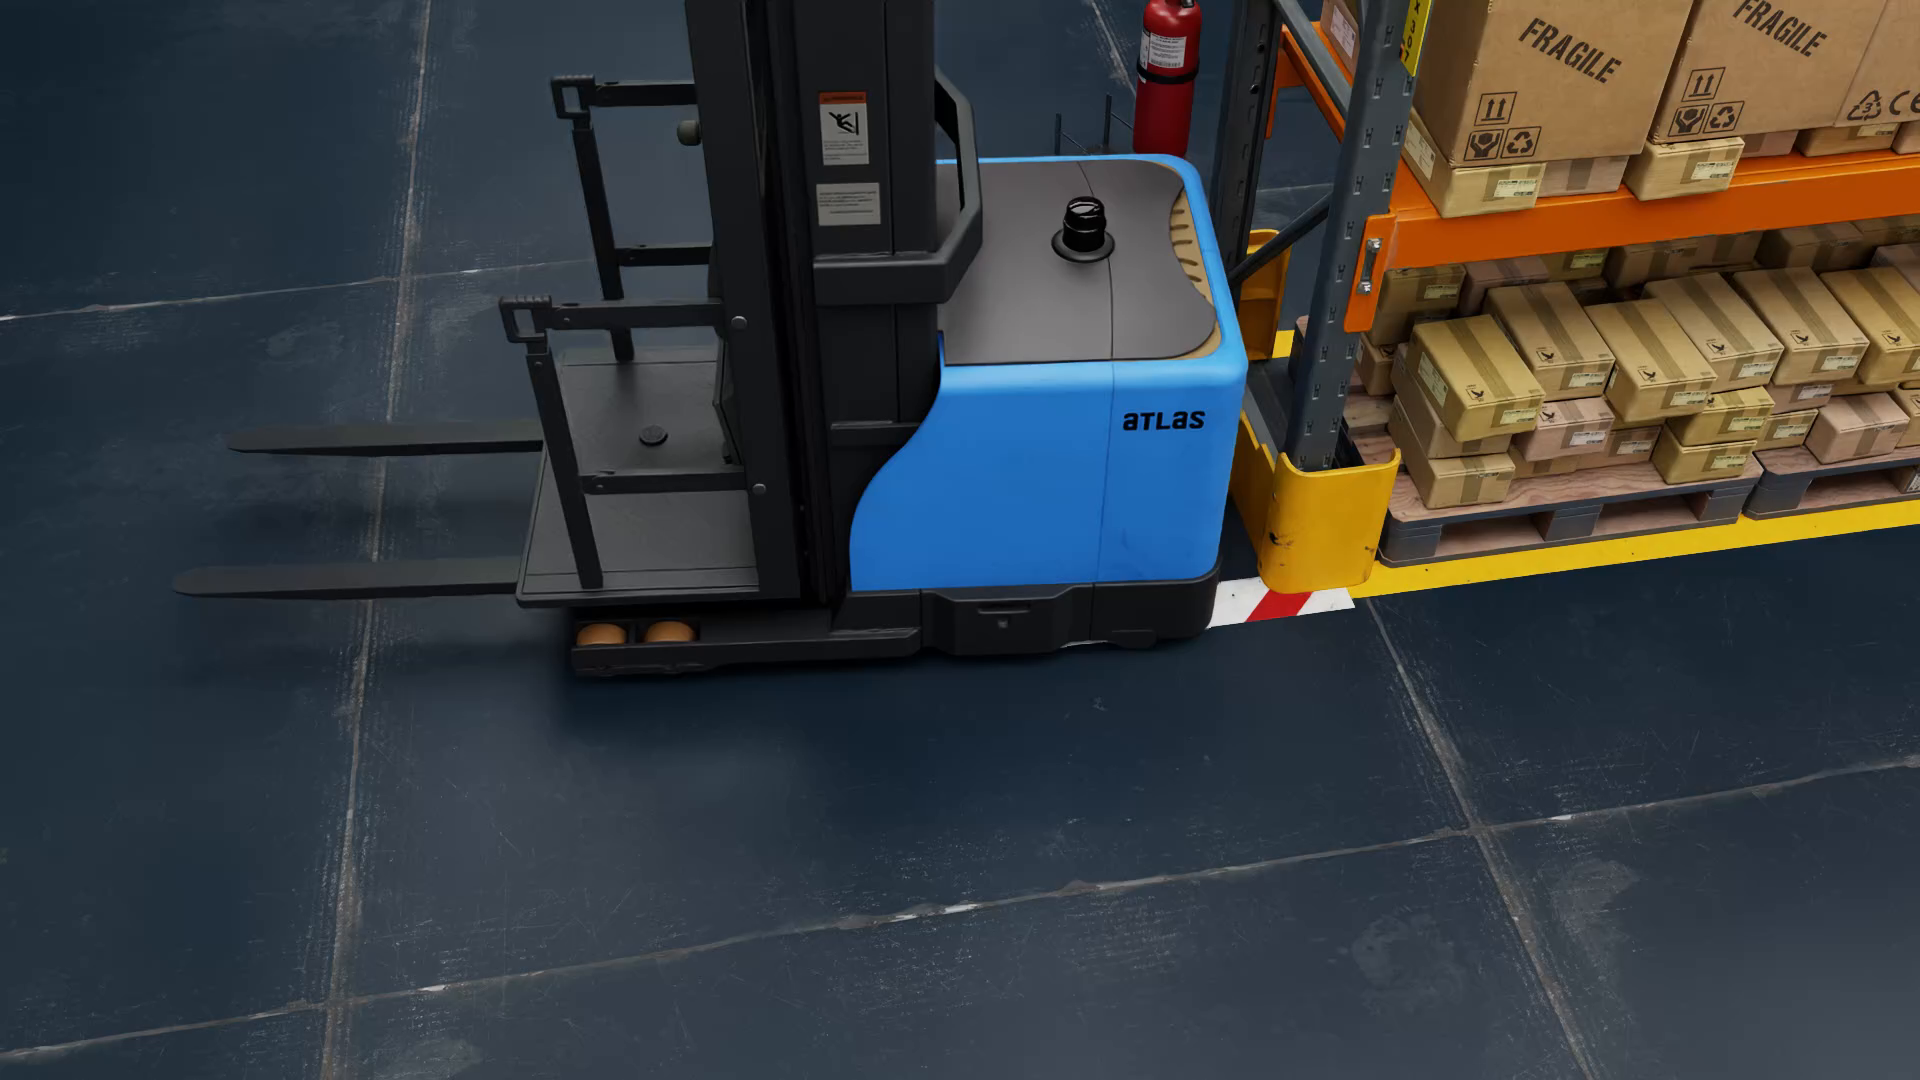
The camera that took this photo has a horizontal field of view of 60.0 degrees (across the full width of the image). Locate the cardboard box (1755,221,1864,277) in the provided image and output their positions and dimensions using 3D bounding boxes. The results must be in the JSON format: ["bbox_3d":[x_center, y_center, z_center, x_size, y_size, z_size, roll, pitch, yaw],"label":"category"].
[{"bbox_3d":[2.709,-1.027,5.431,0.250,0.149,0.380,-9,47,-8],"label":"cardboard box"}]

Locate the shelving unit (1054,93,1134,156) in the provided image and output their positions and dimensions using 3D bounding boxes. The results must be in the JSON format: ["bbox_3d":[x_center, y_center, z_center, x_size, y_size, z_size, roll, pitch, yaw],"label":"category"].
[{"bbox_3d":[0.462,-1.026,5.614,0.210,0.900,0.258,-26,51,-23],"label":"shelving unit"}]

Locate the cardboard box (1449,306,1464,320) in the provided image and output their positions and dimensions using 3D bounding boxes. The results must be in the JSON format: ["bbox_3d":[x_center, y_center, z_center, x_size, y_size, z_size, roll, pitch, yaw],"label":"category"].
[{"bbox_3d":[1.678,-0.815,5.434,0.250,0.149,0.380,-8,47,-8],"label":"cardboard box"}]

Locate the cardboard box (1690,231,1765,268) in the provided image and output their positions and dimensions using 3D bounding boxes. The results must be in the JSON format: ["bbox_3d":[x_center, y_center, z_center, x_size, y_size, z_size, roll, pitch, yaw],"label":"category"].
[{"bbox_3d":[2.430,-1.073,5.476,0.250,0.149,0.380,-6,46,-5],"label":"cardboard box"}]

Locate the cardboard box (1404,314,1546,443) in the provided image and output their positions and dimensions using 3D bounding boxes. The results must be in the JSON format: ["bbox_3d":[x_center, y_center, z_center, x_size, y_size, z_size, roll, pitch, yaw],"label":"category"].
[{"bbox_3d":[1.514,-0.480,4.905,0.250,0.149,0.380,-9,47,-9],"label":"cardboard box"}]

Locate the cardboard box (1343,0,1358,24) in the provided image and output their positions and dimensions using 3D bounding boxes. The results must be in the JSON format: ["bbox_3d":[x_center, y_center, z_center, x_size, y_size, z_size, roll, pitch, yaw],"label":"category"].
[{"bbox_3d":[1.338,-1.670,4.500,0.500,0.500,0.500,-6,46,-6],"label":"cardboard box"}]

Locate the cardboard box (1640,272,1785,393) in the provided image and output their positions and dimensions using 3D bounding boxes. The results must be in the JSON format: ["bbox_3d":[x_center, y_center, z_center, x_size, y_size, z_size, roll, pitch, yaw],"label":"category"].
[{"bbox_3d":[2.265,-0.629,5.048,0.250,0.149,0.380,-9,47,-9],"label":"cardboard box"}]

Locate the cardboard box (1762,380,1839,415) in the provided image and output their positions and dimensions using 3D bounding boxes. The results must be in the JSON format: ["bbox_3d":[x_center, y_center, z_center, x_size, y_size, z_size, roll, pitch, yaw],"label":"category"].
[{"bbox_3d":[2.522,-0.577,5.204,0.250,0.149,0.380,-9,47,-9],"label":"cardboard box"}]

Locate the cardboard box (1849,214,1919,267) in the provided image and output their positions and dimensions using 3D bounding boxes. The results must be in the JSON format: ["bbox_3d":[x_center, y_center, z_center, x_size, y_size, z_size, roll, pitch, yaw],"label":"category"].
[{"bbox_3d":[2.962,-1.079,5.482,0.250,0.149,0.380,-7,46,-7],"label":"cardboard box"}]

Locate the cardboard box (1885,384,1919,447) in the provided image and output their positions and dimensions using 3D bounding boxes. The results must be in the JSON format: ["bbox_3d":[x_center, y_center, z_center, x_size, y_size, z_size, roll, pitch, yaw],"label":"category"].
[{"bbox_3d":[3.032,-0.487,5.325,0.250,0.149,0.380,-7,46,-7],"label":"cardboard box"}]

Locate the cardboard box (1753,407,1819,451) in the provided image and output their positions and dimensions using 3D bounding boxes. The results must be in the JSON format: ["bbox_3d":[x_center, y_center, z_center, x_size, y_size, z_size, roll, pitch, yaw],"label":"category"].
[{"bbox_3d":[2.503,-0.466,5.304,0.250,0.149,0.380,-7,46,-7],"label":"cardboard box"}]

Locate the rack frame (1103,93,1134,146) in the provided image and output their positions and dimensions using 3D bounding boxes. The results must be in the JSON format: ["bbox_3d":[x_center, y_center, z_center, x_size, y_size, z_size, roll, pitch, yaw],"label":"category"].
[{"bbox_3d":[0.546,-1.067,5.653,0.006,0.900,0.240,-26,51,-23],"label":"rack frame"}]

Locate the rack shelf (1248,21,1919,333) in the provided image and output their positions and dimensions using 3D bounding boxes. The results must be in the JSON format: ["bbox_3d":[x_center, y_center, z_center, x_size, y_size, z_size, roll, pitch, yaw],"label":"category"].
[{"bbox_3d":[2.910,-1.290,4.910,4.000,0.370,1.077,-7,46,-7],"label":"rack shelf"}]

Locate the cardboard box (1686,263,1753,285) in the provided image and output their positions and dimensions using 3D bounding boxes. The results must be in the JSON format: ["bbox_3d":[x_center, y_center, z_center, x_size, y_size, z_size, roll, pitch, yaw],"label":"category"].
[{"bbox_3d":[2.431,-0.959,5.573,0.250,0.149,0.380,-6,46,-6],"label":"cardboard box"}]

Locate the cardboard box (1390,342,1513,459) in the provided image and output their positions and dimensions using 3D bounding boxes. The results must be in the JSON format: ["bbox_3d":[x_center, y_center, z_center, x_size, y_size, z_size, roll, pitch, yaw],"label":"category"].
[{"bbox_3d":[1.499,-0.436,5.069,0.250,0.149,0.380,-5,46,-5],"label":"cardboard box"}]

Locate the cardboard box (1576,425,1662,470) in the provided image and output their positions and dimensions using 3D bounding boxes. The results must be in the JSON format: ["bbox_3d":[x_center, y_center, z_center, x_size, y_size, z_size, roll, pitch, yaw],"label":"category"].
[{"bbox_3d":[1.998,-0.413,5.254,0.250,0.149,0.380,-7,46,-6],"label":"cardboard box"}]

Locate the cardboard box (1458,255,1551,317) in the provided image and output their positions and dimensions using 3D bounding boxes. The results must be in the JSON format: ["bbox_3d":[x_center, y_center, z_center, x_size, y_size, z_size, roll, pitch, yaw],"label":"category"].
[{"bbox_3d":[1.675,-0.892,5.301,0.250,0.149,0.380,-6,46,-6],"label":"cardboard box"}]

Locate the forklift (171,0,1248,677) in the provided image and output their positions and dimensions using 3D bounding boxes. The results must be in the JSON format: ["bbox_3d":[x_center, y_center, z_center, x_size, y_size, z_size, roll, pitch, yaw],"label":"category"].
[{"bbox_3d":[-0.782,-1.009,4.187,3.031,2.935,1.130,-2,46,-2],"label":"forklift"}]

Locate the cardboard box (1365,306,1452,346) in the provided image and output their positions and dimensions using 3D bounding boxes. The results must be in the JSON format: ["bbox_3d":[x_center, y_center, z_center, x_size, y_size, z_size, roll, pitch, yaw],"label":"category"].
[{"bbox_3d":[1.411,-0.821,5.440,0.250,0.149,0.380,-8,47,-8],"label":"cardboard box"}]

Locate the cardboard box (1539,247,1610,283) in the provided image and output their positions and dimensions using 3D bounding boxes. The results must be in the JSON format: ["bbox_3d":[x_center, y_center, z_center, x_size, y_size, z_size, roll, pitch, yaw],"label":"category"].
[{"bbox_3d":[1.909,-1.014,5.419,0.250,0.149,0.380,-8,47,-8],"label":"cardboard box"}]

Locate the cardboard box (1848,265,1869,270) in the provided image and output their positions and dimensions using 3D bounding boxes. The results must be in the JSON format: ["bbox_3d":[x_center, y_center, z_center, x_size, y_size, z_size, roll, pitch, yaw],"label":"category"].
[{"bbox_3d":[2.953,-1.031,5.642,0.250,0.149,0.380,-7,46,-6],"label":"cardboard box"}]

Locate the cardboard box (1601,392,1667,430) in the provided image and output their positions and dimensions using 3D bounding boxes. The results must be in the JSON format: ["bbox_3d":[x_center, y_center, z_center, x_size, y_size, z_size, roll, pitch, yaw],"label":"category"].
[{"bbox_3d":[2.005,-0.523,5.152,0.250,0.149,0.380,-7,46,-6],"label":"cardboard box"}]

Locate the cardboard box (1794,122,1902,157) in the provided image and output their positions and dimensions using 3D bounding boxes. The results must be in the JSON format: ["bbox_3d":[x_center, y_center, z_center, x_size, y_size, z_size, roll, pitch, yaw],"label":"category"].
[{"bbox_3d":[2.336,-1.215,4.512,0.250,0.149,0.380,-8,47,-7],"label":"cardboard box"}]

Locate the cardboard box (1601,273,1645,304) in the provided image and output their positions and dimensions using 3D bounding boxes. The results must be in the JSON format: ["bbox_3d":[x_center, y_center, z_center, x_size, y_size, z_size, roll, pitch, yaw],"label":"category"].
[{"bbox_3d":[2.205,-0.846,5.464,0.250,0.149,0.380,-8,47,-7],"label":"cardboard box"}]

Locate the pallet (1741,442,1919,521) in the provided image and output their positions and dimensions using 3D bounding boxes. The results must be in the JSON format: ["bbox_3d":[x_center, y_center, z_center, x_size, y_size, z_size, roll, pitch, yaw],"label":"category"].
[{"bbox_3d":[3.020,-0.558,5.641,1.213,0.211,1.003,-7,46,-7],"label":"pallet"}]

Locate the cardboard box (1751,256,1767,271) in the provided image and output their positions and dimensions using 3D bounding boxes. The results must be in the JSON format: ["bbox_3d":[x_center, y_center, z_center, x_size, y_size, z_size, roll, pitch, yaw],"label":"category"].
[{"bbox_3d":[2.686,-0.977,5.590,0.250,0.149,0.380,-5,46,-5],"label":"cardboard box"}]

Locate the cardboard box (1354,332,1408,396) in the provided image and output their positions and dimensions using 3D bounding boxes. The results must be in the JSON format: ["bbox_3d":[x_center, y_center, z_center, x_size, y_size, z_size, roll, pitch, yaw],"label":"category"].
[{"bbox_3d":[1.423,-0.663,5.494,0.250,0.149,0.380,-6,46,-6],"label":"cardboard box"}]

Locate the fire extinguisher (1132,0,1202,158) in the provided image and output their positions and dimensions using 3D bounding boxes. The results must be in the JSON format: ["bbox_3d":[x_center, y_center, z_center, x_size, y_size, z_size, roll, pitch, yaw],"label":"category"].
[{"bbox_3d":[0.613,-1.434,4.862,0.183,0.674,0.296,-7,46,-7],"label":"fire extinguisher"}]

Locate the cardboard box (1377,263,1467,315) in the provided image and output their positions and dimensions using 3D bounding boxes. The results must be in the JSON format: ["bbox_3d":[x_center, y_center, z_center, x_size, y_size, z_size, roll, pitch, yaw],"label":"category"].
[{"bbox_3d":[1.418,-0.902,5.311,0.250,0.149,0.380,-7,46,-6],"label":"cardboard box"}]

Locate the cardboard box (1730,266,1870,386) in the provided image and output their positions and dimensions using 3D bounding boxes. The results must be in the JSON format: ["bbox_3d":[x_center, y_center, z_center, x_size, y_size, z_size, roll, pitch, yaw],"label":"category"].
[{"bbox_3d":[2.540,-0.656,5.074,0.250,0.149,0.380,-5,46,-5],"label":"cardboard box"}]

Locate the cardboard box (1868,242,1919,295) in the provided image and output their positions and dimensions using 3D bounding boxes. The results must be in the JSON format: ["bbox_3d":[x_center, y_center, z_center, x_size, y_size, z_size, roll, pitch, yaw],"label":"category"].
[{"bbox_3d":[3.038,-0.755,5.169,0.250,0.149,0.380,-7,46,-7],"label":"cardboard box"}]

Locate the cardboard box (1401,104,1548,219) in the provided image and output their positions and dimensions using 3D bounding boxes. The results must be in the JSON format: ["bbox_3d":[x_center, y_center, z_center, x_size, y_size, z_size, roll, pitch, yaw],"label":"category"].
[{"bbox_3d":[1.315,-1.014,4.319,0.250,0.149,0.380,-7,47,-7],"label":"cardboard box"}]

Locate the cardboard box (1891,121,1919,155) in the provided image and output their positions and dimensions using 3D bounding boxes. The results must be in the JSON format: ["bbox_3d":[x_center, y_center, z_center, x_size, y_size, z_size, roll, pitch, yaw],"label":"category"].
[{"bbox_3d":[2.584,-1.225,4.522,0.250,0.149,0.380,-8,47,-8],"label":"cardboard box"}]

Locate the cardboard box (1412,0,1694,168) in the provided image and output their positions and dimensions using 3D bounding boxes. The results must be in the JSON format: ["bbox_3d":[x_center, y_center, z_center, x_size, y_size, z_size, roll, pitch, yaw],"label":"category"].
[{"bbox_3d":[1.429,-1.291,4.135,0.500,0.500,0.500,-5,46,-5],"label":"cardboard box"}]

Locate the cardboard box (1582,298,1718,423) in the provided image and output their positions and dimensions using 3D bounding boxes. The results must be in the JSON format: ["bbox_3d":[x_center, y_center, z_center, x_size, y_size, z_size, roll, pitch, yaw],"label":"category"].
[{"bbox_3d":[2.035,-0.540,4.962,0.250,0.149,0.380,-7,47,-7],"label":"cardboard box"}]

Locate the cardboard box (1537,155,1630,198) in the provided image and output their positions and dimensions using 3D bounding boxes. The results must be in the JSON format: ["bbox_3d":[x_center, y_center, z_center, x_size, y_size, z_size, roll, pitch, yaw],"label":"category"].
[{"bbox_3d":[1.558,-1.075,4.377,0.250,0.149,0.380,-6,46,-5],"label":"cardboard box"}]

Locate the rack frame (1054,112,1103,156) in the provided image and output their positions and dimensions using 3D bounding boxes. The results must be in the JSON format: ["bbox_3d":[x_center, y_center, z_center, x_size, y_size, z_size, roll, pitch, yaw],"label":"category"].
[{"bbox_3d":[0.377,-0.985,5.574,0.006,0.900,0.240,-26,51,-23],"label":"rack frame"}]

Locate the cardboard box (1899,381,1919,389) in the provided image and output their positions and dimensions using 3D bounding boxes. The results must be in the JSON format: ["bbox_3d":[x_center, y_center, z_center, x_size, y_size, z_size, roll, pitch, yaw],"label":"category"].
[{"bbox_3d":[3.050,-0.666,5.290,0.250,0.149,0.380,-5,46,-5],"label":"cardboard box"}]

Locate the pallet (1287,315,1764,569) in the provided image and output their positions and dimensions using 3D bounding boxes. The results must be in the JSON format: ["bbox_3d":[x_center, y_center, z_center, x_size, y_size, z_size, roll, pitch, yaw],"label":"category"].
[{"bbox_3d":[1.821,-0.411,5.499,1.213,0.211,1.003,-7,46,-7],"label":"pallet"}]

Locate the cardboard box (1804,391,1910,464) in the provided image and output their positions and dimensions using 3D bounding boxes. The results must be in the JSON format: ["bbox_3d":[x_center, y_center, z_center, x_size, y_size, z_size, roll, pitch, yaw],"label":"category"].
[{"bbox_3d":[2.764,-0.435,5.274,0.250,0.149,0.380,-9,47,-9],"label":"cardboard box"}]

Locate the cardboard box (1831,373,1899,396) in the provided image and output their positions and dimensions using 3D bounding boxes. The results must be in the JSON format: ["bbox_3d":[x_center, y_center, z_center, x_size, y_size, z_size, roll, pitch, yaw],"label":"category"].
[{"bbox_3d":[2.782,-0.640,5.265,0.250,0.149,0.380,-5,46,-5],"label":"cardboard box"}]

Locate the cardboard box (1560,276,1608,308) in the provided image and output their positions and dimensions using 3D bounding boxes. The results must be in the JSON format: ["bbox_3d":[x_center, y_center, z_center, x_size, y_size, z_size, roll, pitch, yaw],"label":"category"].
[{"bbox_3d":[1.923,-0.886,5.502,0.250,0.149,0.380,-9,47,-8],"label":"cardboard box"}]

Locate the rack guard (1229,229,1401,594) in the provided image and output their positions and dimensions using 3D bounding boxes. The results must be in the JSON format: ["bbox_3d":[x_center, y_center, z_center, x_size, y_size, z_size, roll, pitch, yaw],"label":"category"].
[{"bbox_3d":[1.014,-0.436,5.323,0.348,0.500,1.175,-7,46,-7],"label":"rack guard"}]

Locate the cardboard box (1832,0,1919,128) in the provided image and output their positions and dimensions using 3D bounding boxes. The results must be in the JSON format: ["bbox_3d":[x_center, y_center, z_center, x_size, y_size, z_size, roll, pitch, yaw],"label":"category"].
[{"bbox_3d":[2.437,-1.426,4.265,0.500,0.500,0.500,-7,46,-6],"label":"cardboard box"}]

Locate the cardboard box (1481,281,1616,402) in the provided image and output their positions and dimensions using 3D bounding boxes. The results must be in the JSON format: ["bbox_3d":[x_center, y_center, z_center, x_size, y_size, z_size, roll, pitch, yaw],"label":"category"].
[{"bbox_3d":[1.765,-0.600,5.020,0.250,0.149,0.380,-6,46,-6],"label":"cardboard box"}]

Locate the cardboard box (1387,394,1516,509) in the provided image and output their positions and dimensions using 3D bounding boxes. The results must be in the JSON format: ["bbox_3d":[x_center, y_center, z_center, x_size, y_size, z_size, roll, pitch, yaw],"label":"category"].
[{"bbox_3d":[1.510,-0.288,5.132,0.250,0.149,0.380,-6,46,-6],"label":"cardboard box"}]

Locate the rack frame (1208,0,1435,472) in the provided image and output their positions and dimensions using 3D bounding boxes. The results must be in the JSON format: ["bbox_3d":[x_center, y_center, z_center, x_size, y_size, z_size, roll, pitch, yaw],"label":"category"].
[{"bbox_3d":[0.939,-1.294,4.414,0.127,3.000,1.000,-7,46,-7],"label":"rack frame"}]

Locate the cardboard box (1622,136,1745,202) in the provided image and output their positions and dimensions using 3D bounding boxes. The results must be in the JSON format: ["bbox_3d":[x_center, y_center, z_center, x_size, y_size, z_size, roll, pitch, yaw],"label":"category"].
[{"bbox_3d":[1.832,-1.070,4.372,0.250,0.149,0.380,-8,47,-8],"label":"cardboard box"}]

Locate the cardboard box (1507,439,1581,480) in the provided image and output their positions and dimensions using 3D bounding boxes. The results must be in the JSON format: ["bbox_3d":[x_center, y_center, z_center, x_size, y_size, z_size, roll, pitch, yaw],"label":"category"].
[{"bbox_3d":[1.754,-0.378,5.219,0.250,0.149,0.380,-7,47,-7],"label":"cardboard box"}]

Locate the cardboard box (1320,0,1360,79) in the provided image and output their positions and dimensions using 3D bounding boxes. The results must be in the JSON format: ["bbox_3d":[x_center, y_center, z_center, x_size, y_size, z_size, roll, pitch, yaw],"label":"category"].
[{"bbox_3d":[1.213,-1.448,4.736,0.250,0.149,0.380,-7,46,-7],"label":"cardboard box"}]

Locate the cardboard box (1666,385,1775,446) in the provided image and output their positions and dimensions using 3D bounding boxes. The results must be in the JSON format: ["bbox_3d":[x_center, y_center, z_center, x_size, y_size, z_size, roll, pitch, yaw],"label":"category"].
[{"bbox_3d":[2.276,-0.477,5.108,0.250,0.149,0.380,-6,46,-6],"label":"cardboard box"}]

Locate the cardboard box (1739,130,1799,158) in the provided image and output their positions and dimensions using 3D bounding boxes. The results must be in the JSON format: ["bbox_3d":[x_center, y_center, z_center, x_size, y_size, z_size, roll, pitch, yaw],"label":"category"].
[{"bbox_3d":[2.065,-1.199,4.497,0.250,0.149,0.380,-5,46,-5],"label":"cardboard box"}]

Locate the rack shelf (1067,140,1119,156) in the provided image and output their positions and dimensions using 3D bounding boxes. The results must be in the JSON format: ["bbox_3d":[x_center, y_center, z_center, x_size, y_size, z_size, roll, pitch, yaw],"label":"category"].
[{"bbox_3d":[0.462,-1.190,5.443,0.200,0.077,0.258,-26,51,-23],"label":"rack shelf"}]

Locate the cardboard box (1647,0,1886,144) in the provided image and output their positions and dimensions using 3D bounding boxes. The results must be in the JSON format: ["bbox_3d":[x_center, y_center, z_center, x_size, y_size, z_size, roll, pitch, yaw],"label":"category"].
[{"bbox_3d":[1.952,-1.375,4.216,0.500,0.500,0.500,-7,46,-7],"label":"cardboard box"}]

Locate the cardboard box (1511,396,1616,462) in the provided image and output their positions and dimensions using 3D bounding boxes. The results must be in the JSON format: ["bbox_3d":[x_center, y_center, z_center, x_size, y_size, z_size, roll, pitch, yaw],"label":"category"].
[{"bbox_3d":[1.779,-0.430,5.063,0.250,0.149,0.380,-7,47,-7],"label":"cardboard box"}]

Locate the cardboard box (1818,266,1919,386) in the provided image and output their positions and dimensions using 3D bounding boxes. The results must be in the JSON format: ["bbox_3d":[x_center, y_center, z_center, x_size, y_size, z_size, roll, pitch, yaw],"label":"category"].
[{"bbox_3d":[2.807,-0.656,5.074,0.250,0.149,0.380,-6,46,-6],"label":"cardboard box"}]

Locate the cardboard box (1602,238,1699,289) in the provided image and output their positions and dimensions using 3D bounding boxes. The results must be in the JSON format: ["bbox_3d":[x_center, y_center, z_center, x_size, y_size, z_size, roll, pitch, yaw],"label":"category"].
[{"bbox_3d":[2.175,-1.001,5.406,0.250,0.149,0.380,-9,47,-8],"label":"cardboard box"}]

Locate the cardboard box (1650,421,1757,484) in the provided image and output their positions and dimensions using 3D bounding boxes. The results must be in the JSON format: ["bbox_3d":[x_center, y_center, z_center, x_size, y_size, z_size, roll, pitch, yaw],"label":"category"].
[{"bbox_3d":[2.268,-0.367,5.209,0.250,0.149,0.380,-7,46,-6],"label":"cardboard box"}]

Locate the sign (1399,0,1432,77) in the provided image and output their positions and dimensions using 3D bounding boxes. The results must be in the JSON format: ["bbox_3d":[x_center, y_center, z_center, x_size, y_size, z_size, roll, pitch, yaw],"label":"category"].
[{"bbox_3d":[1.032,-1.209,3.731,0.005,0.325,0.100,-7,46,-7],"label":"sign"}]
